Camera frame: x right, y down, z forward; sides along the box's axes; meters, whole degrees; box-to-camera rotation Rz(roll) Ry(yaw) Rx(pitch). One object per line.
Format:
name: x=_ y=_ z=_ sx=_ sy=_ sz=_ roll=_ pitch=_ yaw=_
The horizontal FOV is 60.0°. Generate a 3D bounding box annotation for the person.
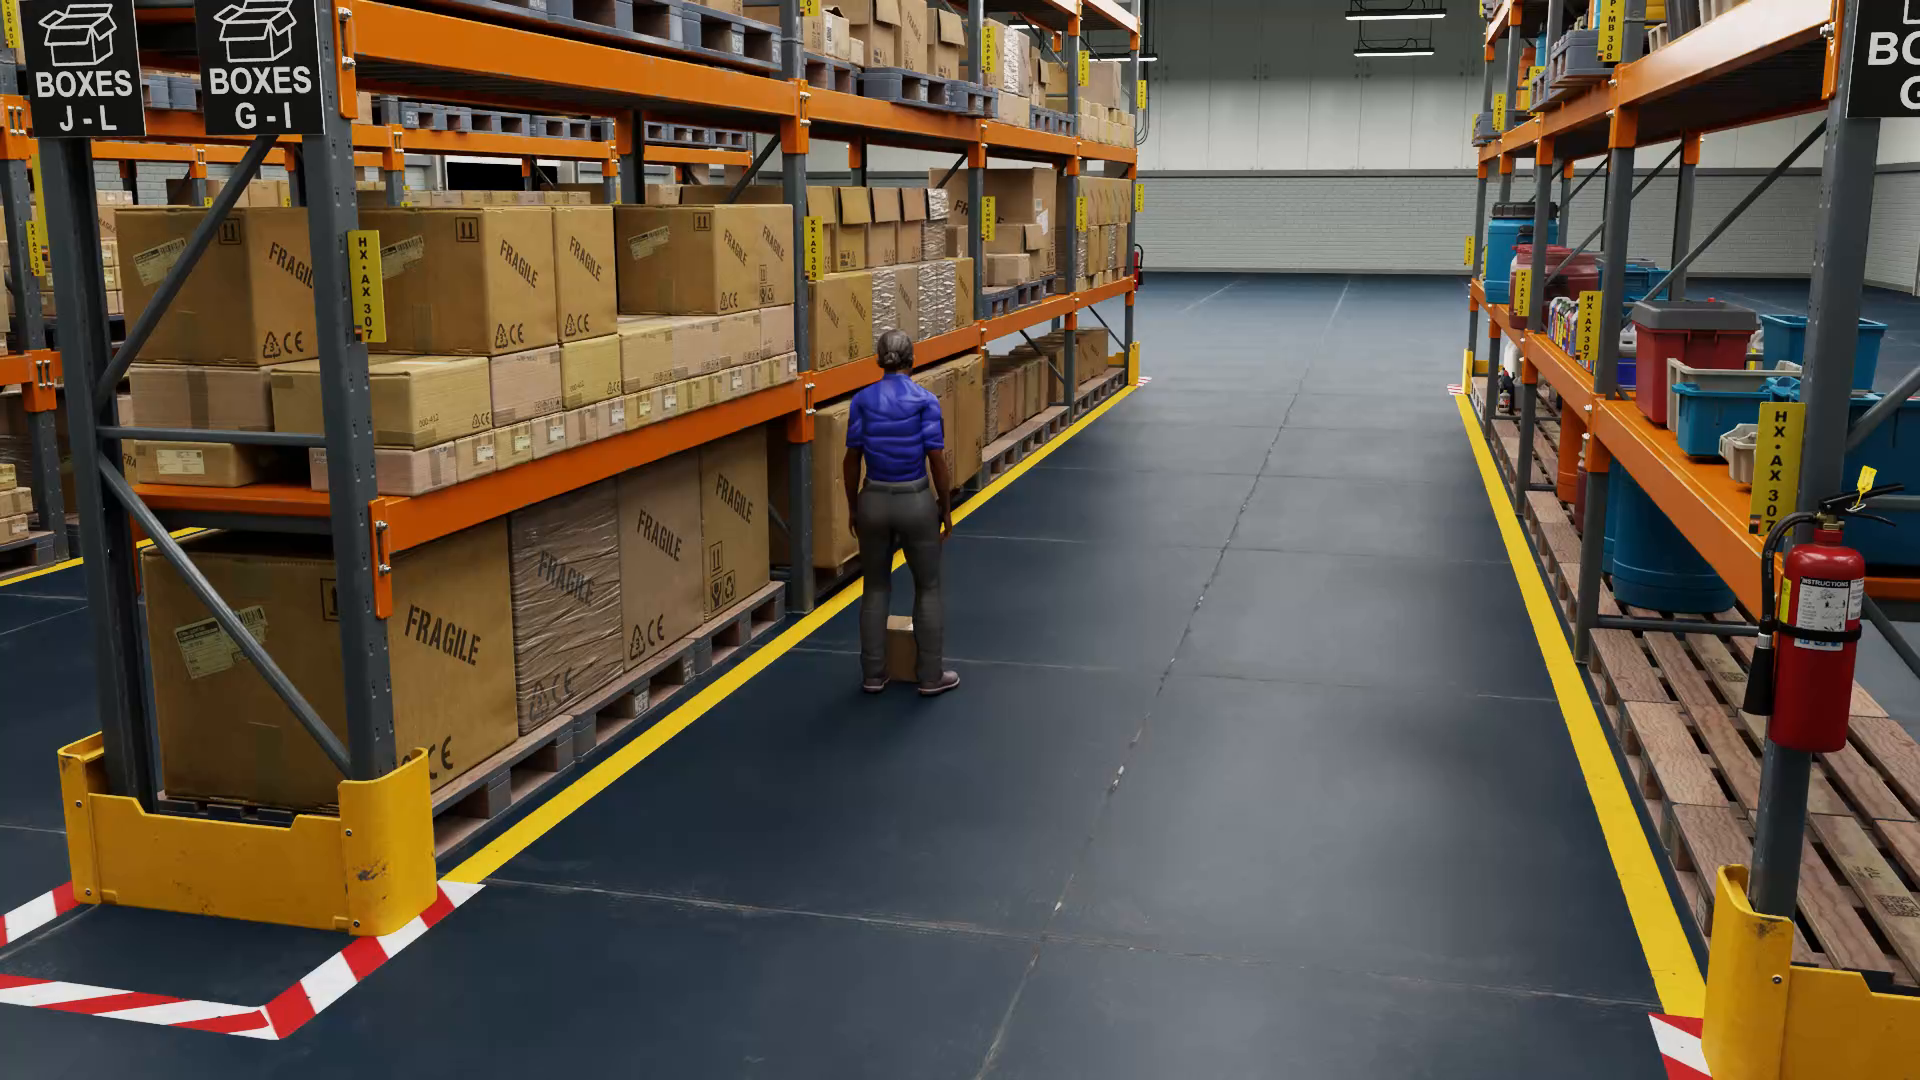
person: x=-0.274 y=-0.121 z=7.552 sx=0.508 sy=1.654 sz=0.346 roll=2 pitch=12 yaw=12
